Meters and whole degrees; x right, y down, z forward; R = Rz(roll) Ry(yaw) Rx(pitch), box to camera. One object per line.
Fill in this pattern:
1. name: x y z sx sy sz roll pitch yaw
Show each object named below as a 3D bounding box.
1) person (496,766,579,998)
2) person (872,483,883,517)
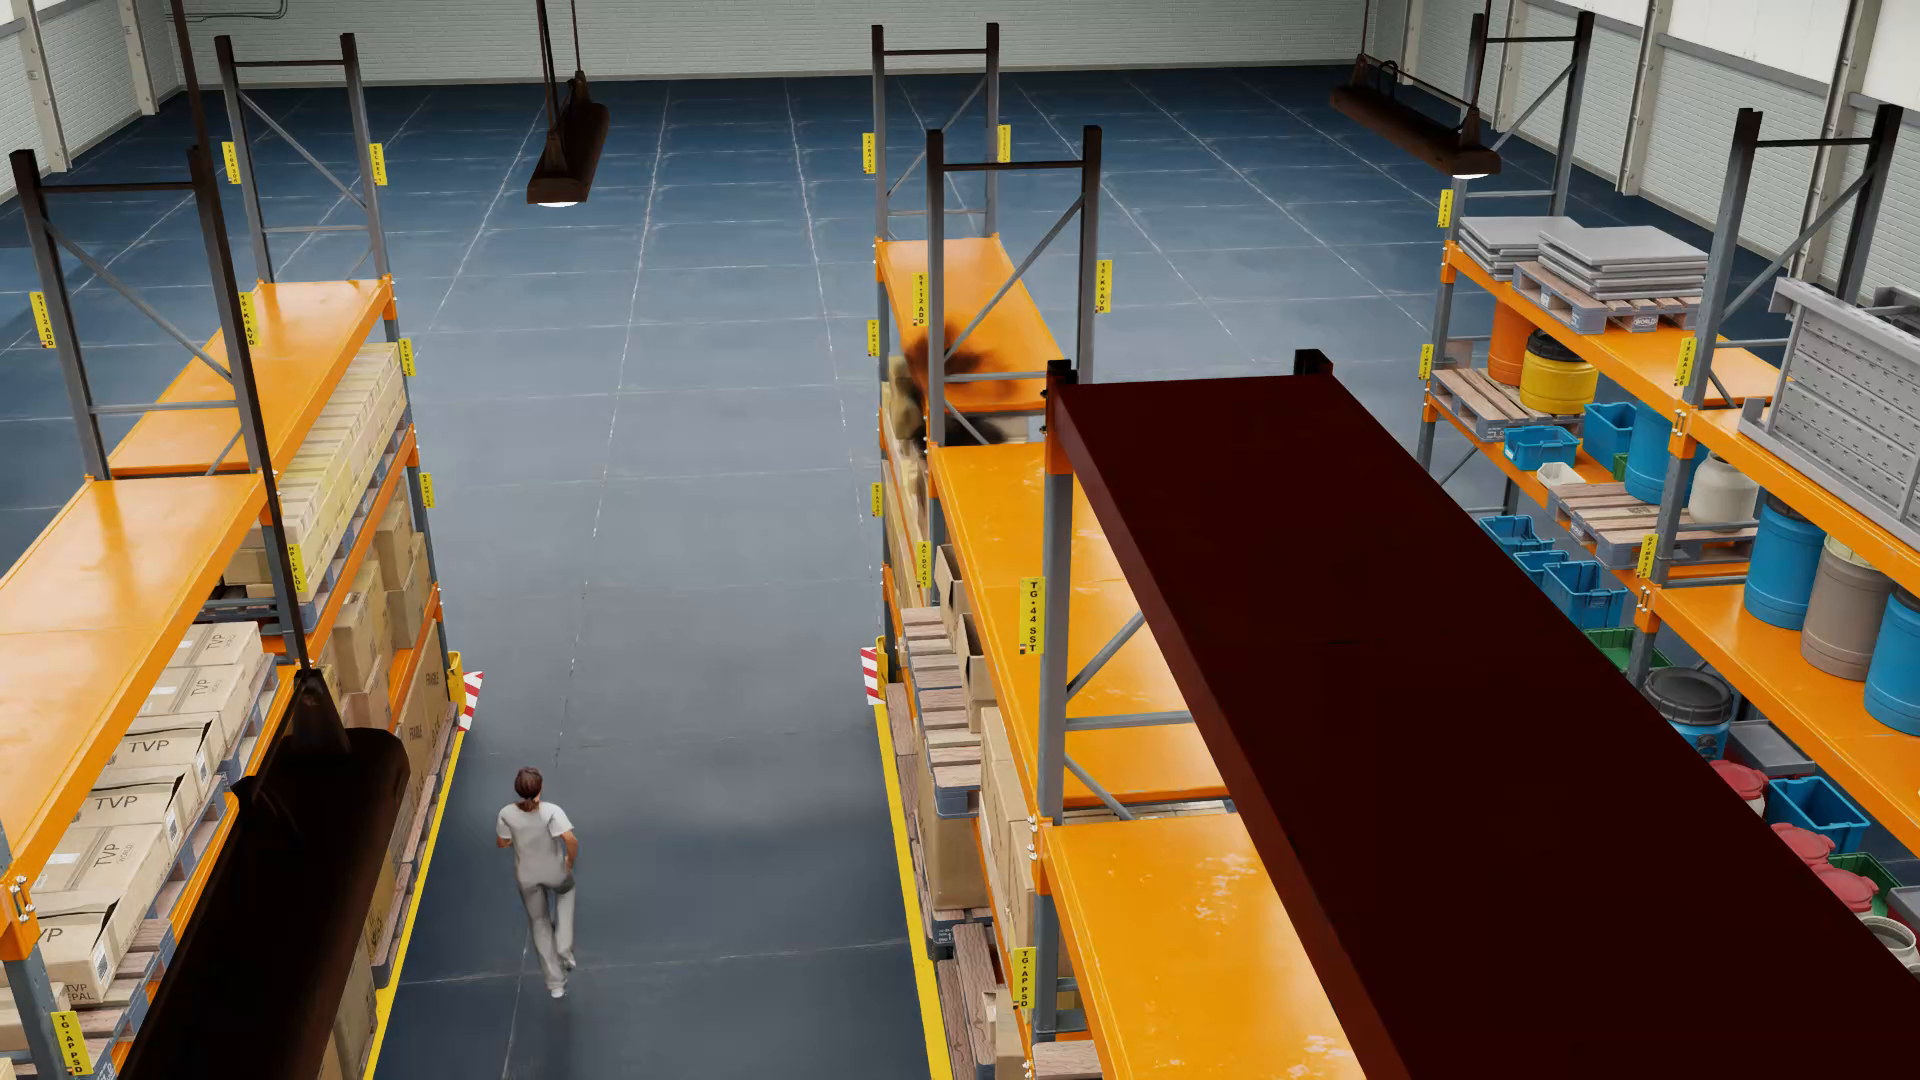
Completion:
1. person: -2.810 2.257 11.219 0.560 1.668 0.660 -3 26 -7
2. person: 0.083 0.199 15.698 2.096 2.114 0.743 -17 30 -31
